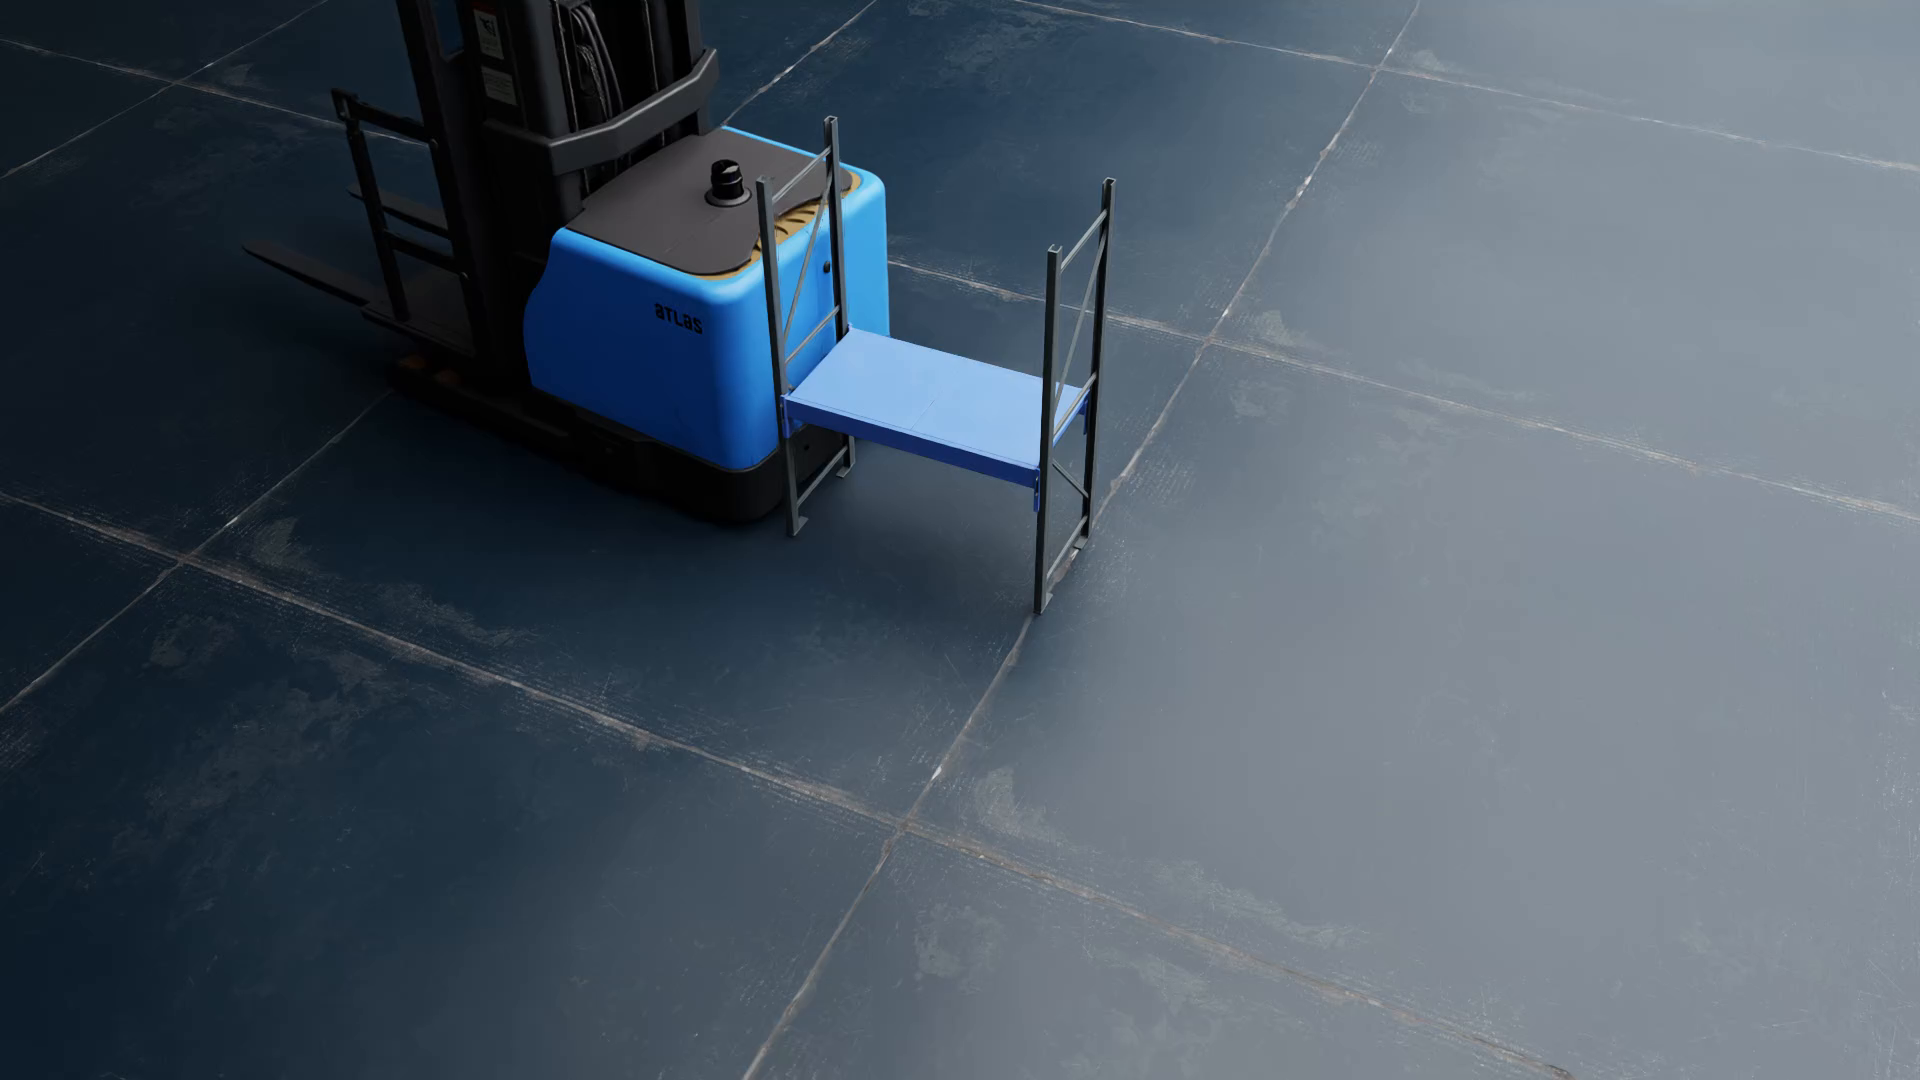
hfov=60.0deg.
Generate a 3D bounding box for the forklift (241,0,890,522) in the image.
[{"bbox_3d":[-1.785,-1.919,6.275,3.031,2.935,1.130,23,46,24],"label":"forklift"}]

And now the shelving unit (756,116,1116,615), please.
[{"bbox_3d":[-0.077,-0.590,5.835,1.048,1.500,0.538,17,44,19],"label":"shelving unit"}]

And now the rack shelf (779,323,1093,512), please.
[{"bbox_3d":[-0.077,-0.454,5.953,1.000,0.185,0.538,17,44,19],"label":"rack shelf"}]

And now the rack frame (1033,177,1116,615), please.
[{"bbox_3d":[0.383,-0.450,5.673,0.032,1.500,0.500,17,44,19],"label":"rack frame"}]

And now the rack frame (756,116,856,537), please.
[{"bbox_3d":[-0.538,-0.731,5.998,0.032,1.500,0.500,17,44,19],"label":"rack frame"}]
